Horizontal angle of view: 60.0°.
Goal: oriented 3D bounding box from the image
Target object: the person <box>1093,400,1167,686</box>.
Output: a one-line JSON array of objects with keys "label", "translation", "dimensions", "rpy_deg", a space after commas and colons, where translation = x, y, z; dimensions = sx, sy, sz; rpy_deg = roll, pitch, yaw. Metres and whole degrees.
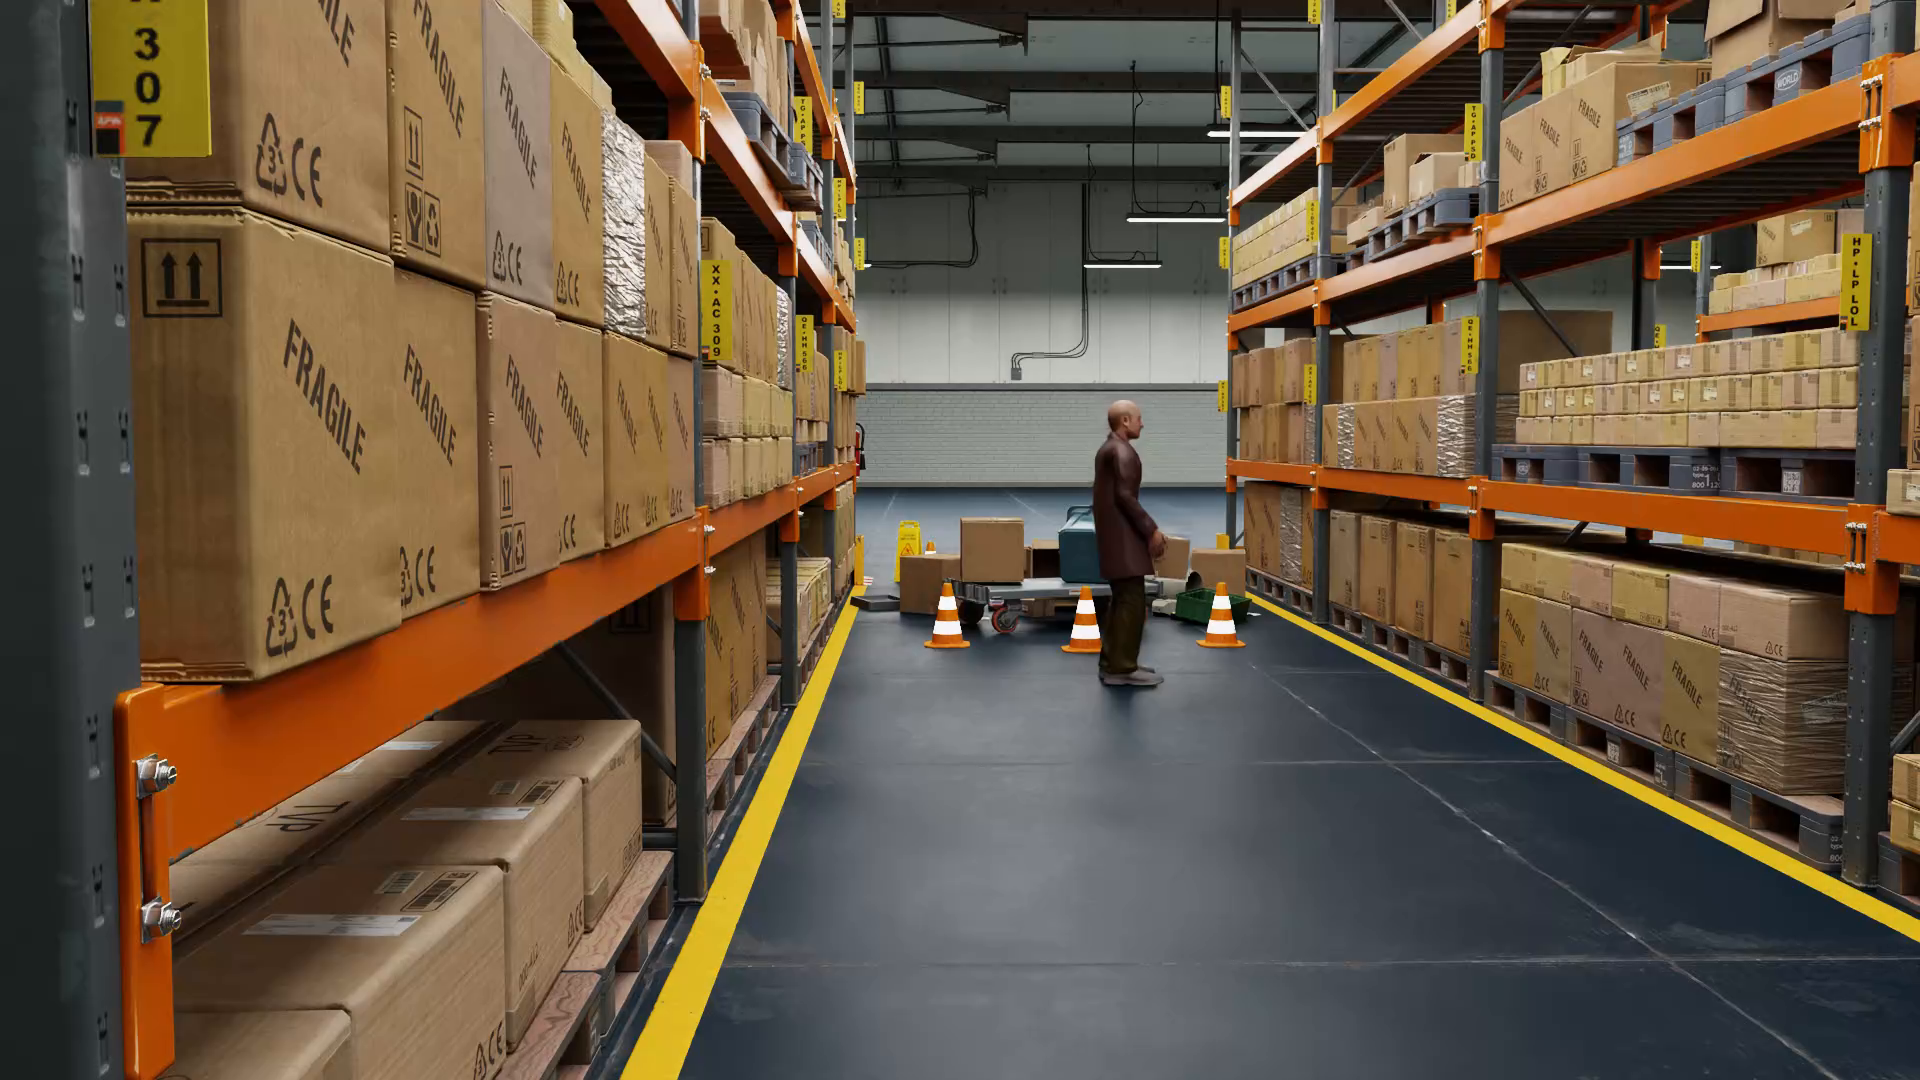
[{"label": "person", "translation": [1.063, 0.062, 10.506], "dimensions": [0.443, 1.674, 0.579], "rpy_deg": [0, 4, -2]}]
